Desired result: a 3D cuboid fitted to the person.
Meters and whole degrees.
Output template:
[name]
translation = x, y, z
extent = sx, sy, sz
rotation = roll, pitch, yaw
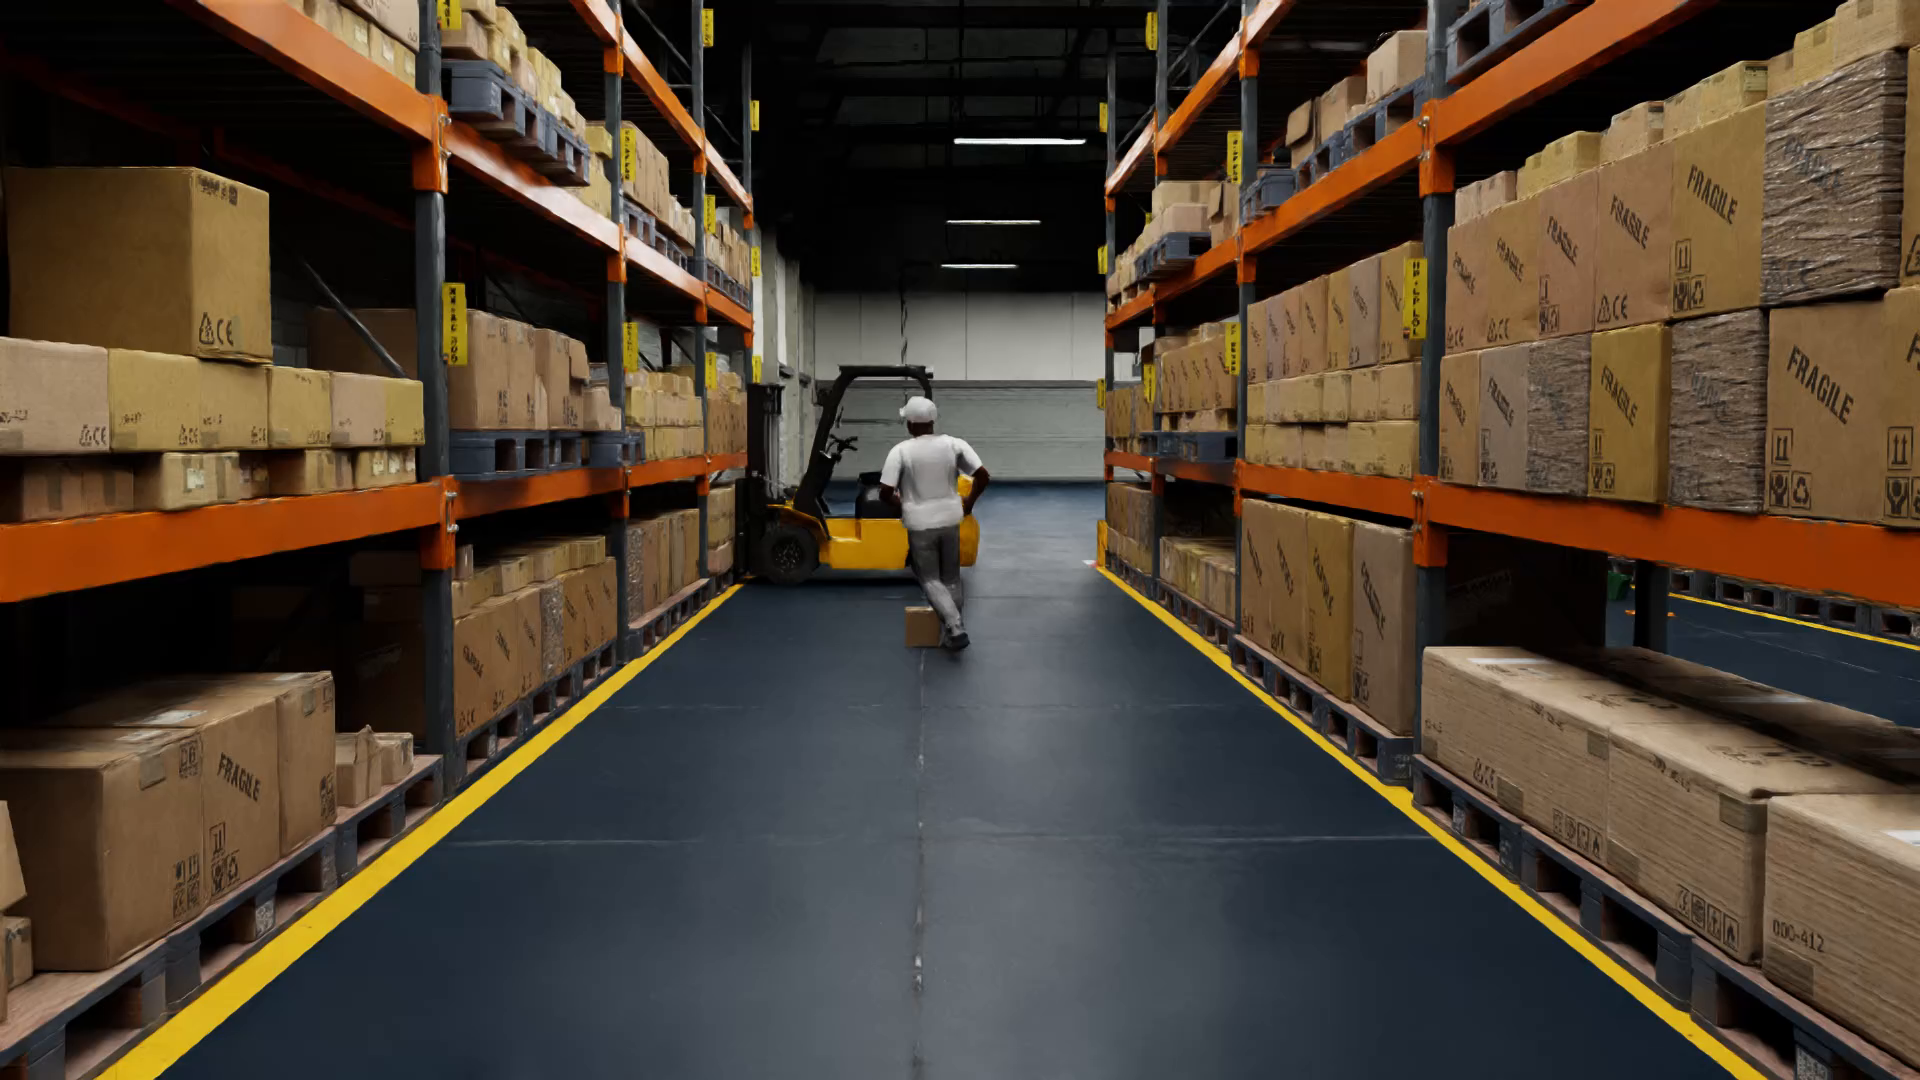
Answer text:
[person]
translation = -0.227, -0.104, 11.158
extent = 0.720, 1.721, 0.767
rotation = -1, 4, -20
